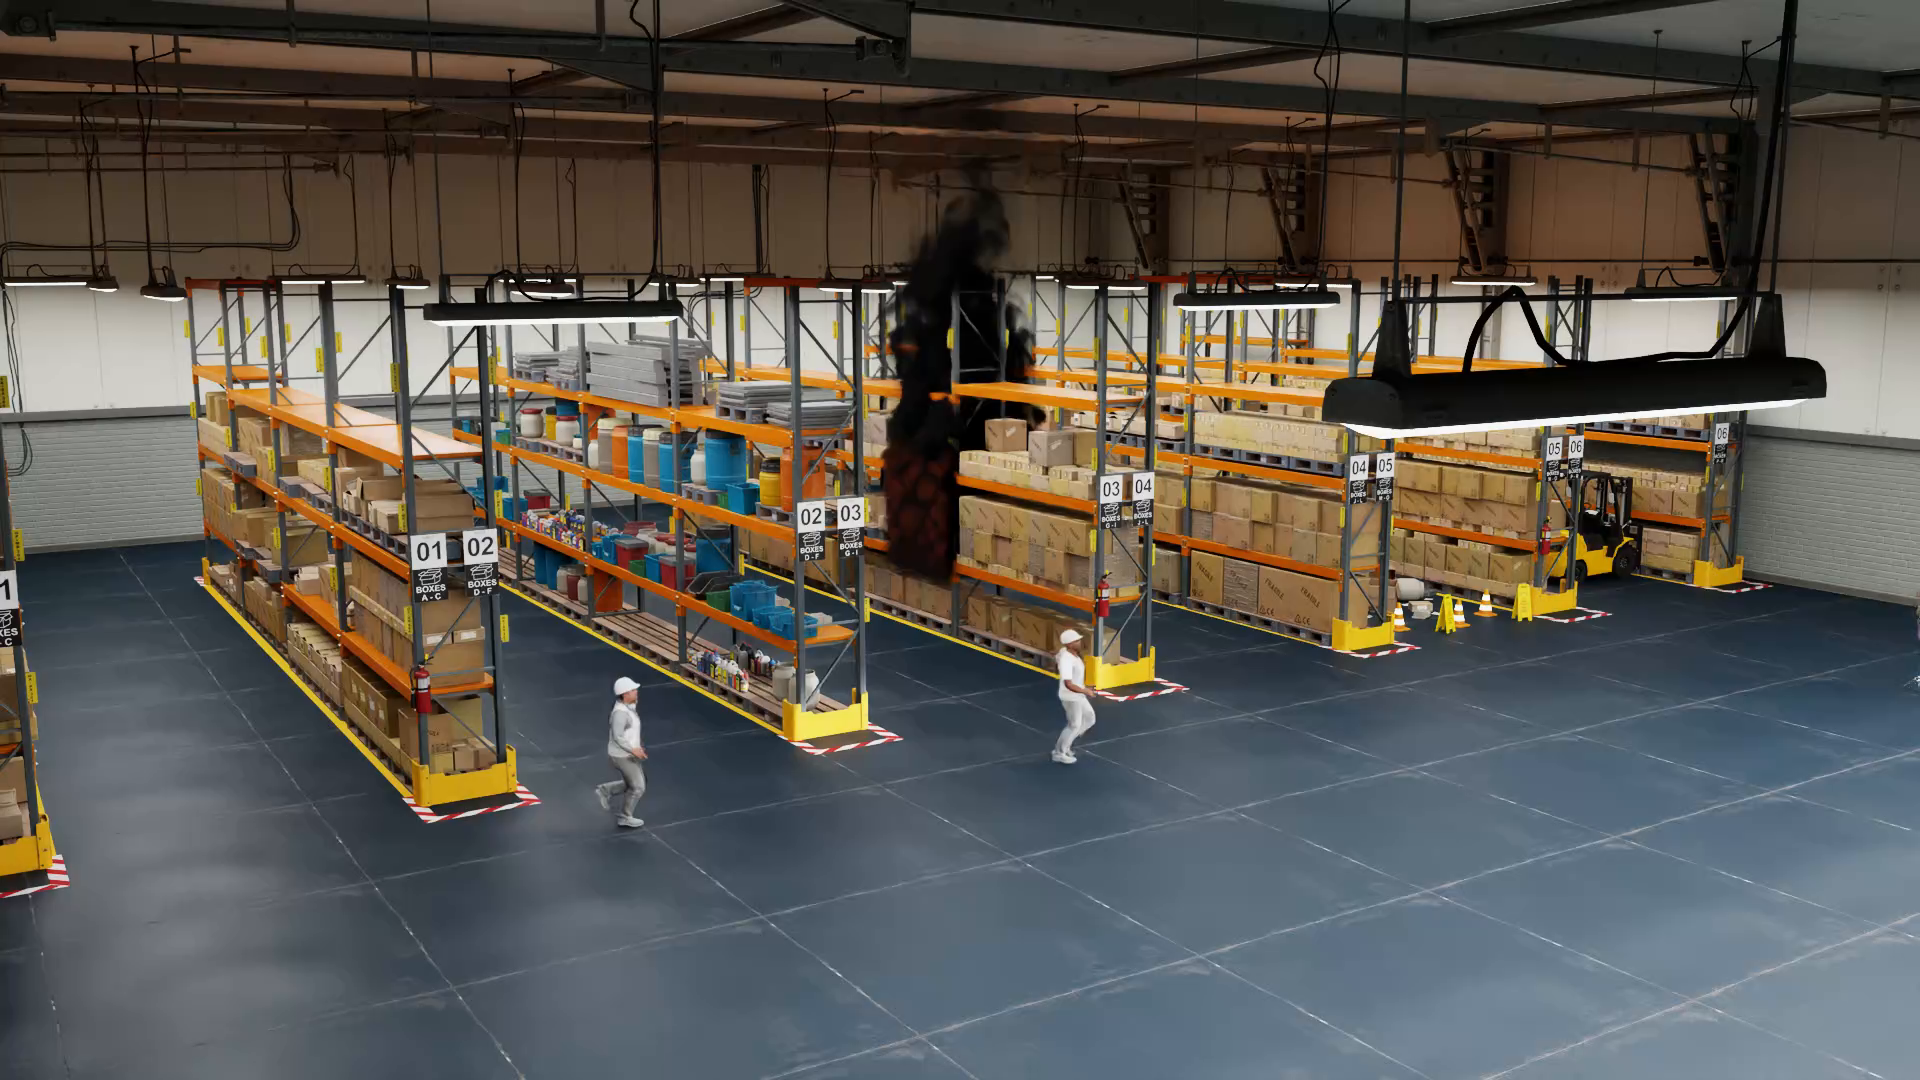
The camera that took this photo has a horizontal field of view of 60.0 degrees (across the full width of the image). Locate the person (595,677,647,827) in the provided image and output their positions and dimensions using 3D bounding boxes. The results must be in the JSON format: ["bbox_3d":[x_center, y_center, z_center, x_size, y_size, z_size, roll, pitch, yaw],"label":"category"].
[{"bbox_3d":[-3.822,2.386,18.710,0.619,1.721,0.644,-1,10,-7],"label":"person"}]

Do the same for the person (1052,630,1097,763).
[{"bbox_3d":[1.449,1.972,21.083,0.566,1.721,0.711,1,10,6],"label":"person"}]
